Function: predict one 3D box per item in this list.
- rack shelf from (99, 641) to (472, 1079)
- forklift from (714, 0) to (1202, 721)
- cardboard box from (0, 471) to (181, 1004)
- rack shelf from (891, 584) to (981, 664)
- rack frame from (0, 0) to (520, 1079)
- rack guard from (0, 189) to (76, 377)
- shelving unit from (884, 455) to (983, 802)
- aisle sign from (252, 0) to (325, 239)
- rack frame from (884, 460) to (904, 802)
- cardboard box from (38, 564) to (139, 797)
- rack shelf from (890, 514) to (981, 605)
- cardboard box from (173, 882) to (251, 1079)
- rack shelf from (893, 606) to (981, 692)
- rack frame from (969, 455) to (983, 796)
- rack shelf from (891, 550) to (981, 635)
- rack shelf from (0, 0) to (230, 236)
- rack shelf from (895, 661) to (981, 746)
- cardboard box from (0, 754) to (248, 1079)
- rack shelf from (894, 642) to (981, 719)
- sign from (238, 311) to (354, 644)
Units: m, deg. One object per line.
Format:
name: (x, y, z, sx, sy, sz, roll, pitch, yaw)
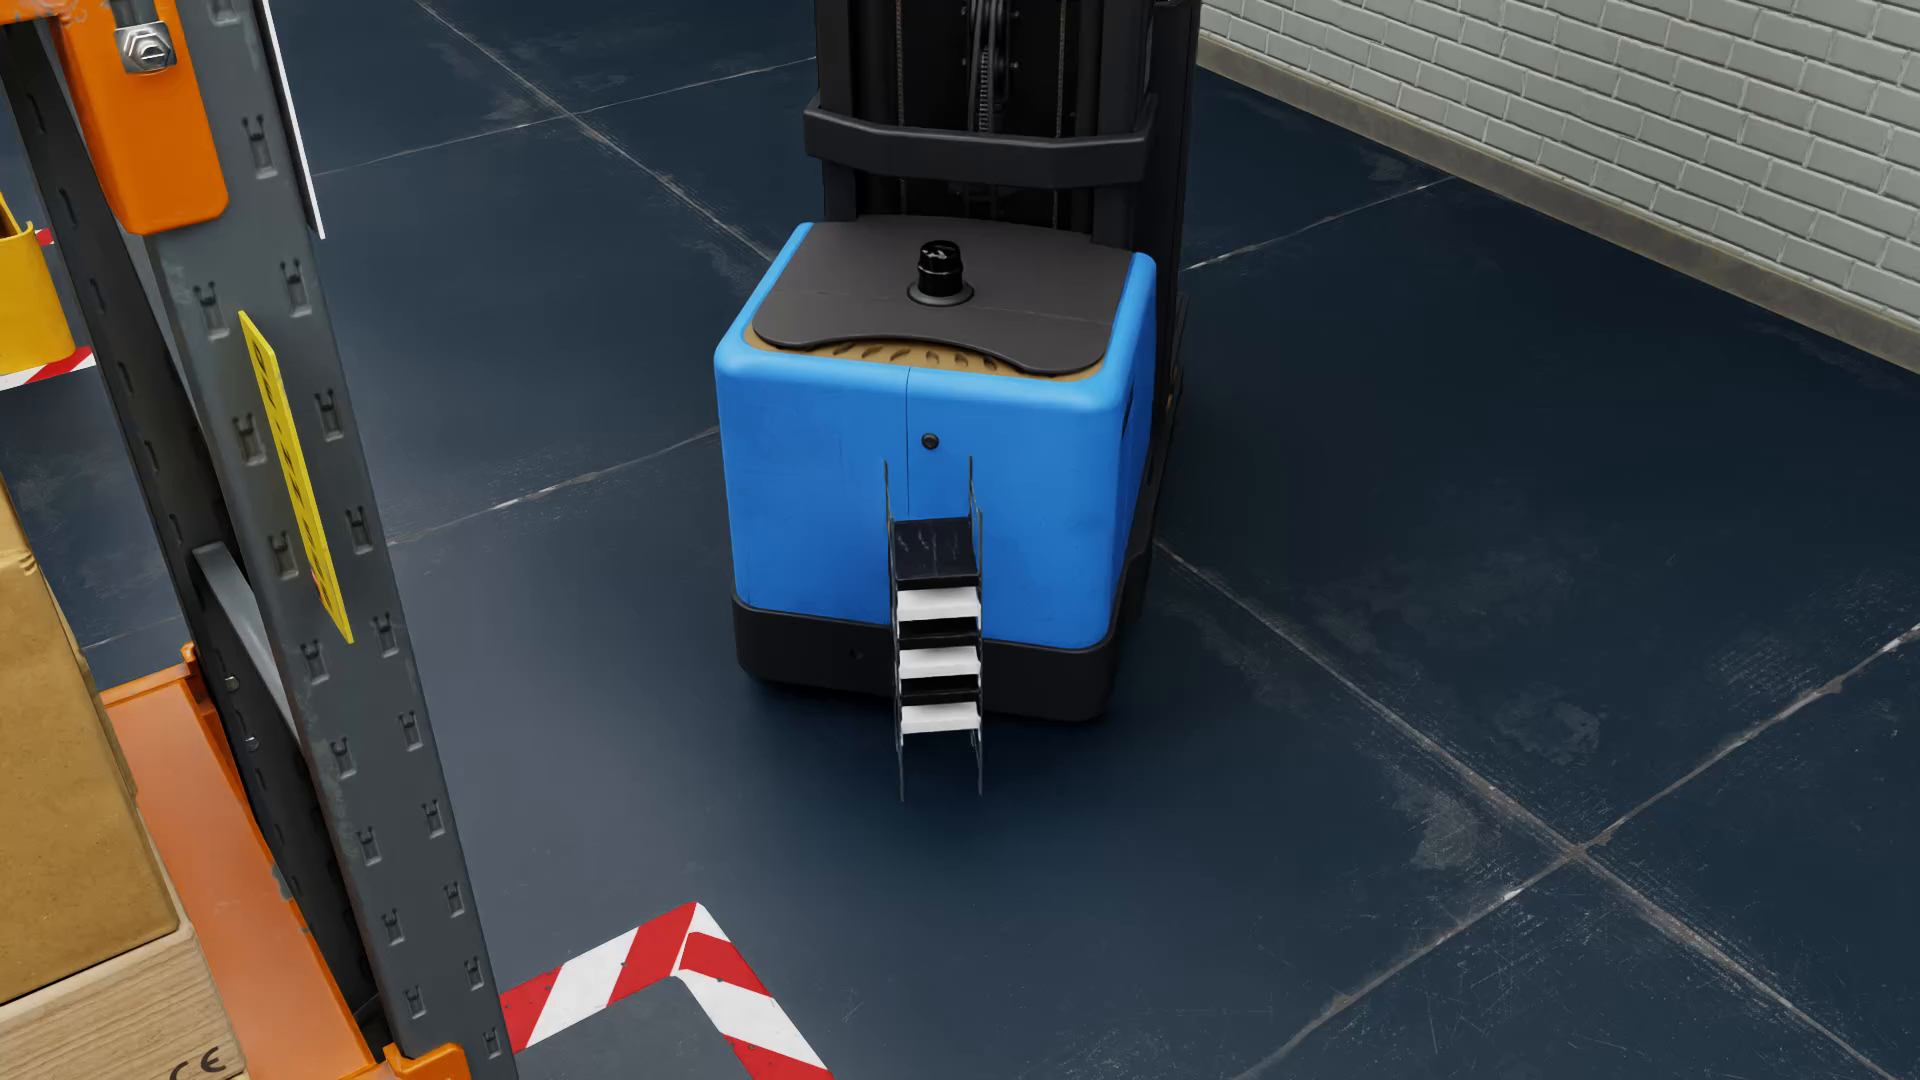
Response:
rack shelf: (-2.558, 1.214, 1.609, 4.000, 0.370, 1.077, -22, 41, -28)
forklift: (0.179, -1.562, 4.911, 1.130, 2.935, 3.031, 7, 36, 10)
cardboard box: (-1.170, 0.174, 1.670, 0.500, 0.500, 0.500, -22, 41, -27)
rack shelf: (-0.062, 0.191, 4.115, 0.200, 0.077, 0.258, -4, 36, -4)
rack frame: (-0.921, 0.251, 2.332, 0.053, 2.616, 0.949, -22, 41, -28)
rack guard: (-3.764, -1.114, 6.371, 0.348, 0.500, 1.175, -22, 41, -28)
shelving unit: (-0.062, 0.237, 4.148, 0.210, 0.900, 0.258, -4, 36, -4)
aisle sign: (-0.691, -0.687, 1.410, 0.004, 0.787, 0.394, -22, 41, -28)
rack frame: (-0.163, 0.244, 4.140, 0.006, 0.900, 0.240, -4, 36, -4)
cardboard box: (-1.471, 0.222, 2.246, 0.500, 0.250, 0.500, -24, 42, -29)
rack shelf: (-0.063, 0.045, 4.010, 0.200, 0.077, 0.258, -4, 36, -4)
cardboard box: (-1.024, 0.628, 2.022, 0.250, 0.149, 0.380, -22, 41, -27)
rack shelf: (-0.062, 0.264, 4.168, 0.200, 0.077, 0.258, -4, 36, -4)
rack frame: (0.039, 0.231, 4.156, 0.006, 0.900, 0.240, -4, 36, -4)
rack shelf: (-0.063, 0.118, 4.063, 0.200, 0.077, 0.258, -4, 36, -4)
rack shelf: (-2.558, -0.004, 0.733, 4.000, 0.370, 1.077, -22, 41, -28)
rack shelf: (-0.060, 0.410, 4.273, 0.200, 0.077, 0.258, -4, 36, -4)
cardboard box: (-1.166, 0.479, 1.888, 0.500, 0.250, 0.500, -23, 42, -29)
rack shelf: (-0.061, 0.337, 4.220, 0.200, 0.077, 0.258, -4, 36, -4)
sign: (-0.622, -0.053, 1.560, 0.005, 0.325, 0.100, -22, 41, -28)
